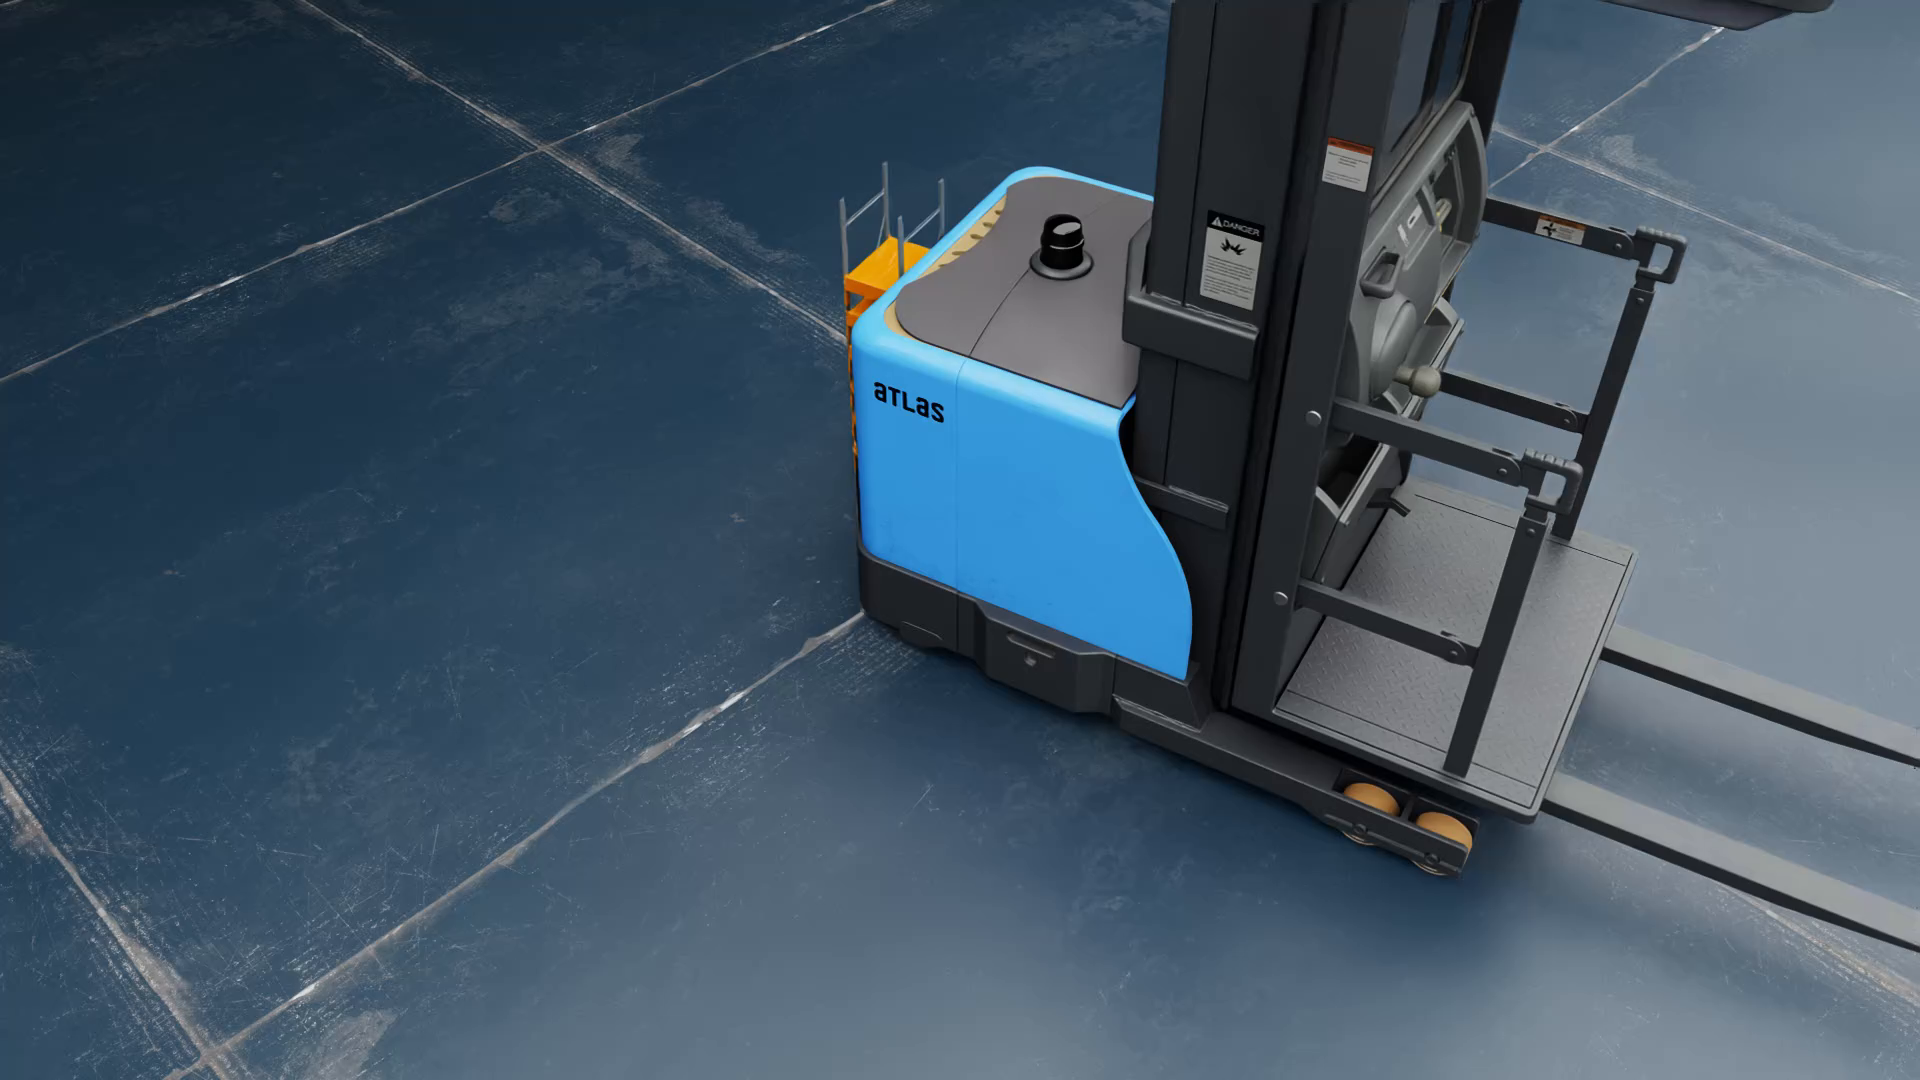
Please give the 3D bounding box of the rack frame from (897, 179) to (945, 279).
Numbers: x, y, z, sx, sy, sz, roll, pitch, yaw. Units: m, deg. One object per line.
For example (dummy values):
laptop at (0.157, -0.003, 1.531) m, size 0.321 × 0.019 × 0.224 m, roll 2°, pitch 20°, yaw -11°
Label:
rack frame at (-0.105, -0.478, 4.883) m, size 0.006 × 1.200 × 0.240 m, roll 21°, pitch 47°, yaw 21°

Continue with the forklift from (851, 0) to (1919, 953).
forklift at (1.238, -0.625, 3.767) m, size 3.031 × 2.935 × 1.130 m, roll 21°, pitch 47°, yaw 21°

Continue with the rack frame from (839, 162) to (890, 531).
rack frame at (-0.264, -0.539, 4.950) m, size 0.006 × 1.200 × 0.240 m, roll 21°, pitch 47°, yaw 21°

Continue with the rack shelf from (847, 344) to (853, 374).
rack shelf at (-0.184, -0.564, 4.865) m, size 0.180 × 0.103 × 0.258 m, roll 21°, pitch 47°, yaw 21°

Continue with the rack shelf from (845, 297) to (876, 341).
rack shelf at (-0.184, -0.652, 4.783) m, size 0.180 × 0.103 × 0.258 m, roll 21°, pitch 47°, yaw 21°

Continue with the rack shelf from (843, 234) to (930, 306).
rack shelf at (-0.184, -0.740, 4.702) m, size 0.180 × 0.103 × 0.258 m, roll 21°, pitch 47°, yaw 21°

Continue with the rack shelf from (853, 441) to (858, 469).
rack shelf at (-0.184, -0.300, 5.109) m, size 0.180 × 0.103 × 0.258 m, roll 21°, pitch 47°, yaw 21°

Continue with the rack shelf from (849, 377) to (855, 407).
rack shelf at (-0.184, -0.476, 4.946) m, size 0.180 × 0.103 × 0.258 m, roll 21°, pitch 47°, yaw 21°

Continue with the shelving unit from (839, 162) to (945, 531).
shelving unit at (-0.184, -0.508, 4.916) m, size 0.189 × 1.200 × 0.258 m, roll 21°, pitch 47°, yaw 21°

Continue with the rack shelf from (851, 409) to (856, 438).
rack shelf at (-0.184, -0.388, 5.028) m, size 0.180 × 0.103 × 0.258 m, roll 21°, pitch 47°, yaw 21°
